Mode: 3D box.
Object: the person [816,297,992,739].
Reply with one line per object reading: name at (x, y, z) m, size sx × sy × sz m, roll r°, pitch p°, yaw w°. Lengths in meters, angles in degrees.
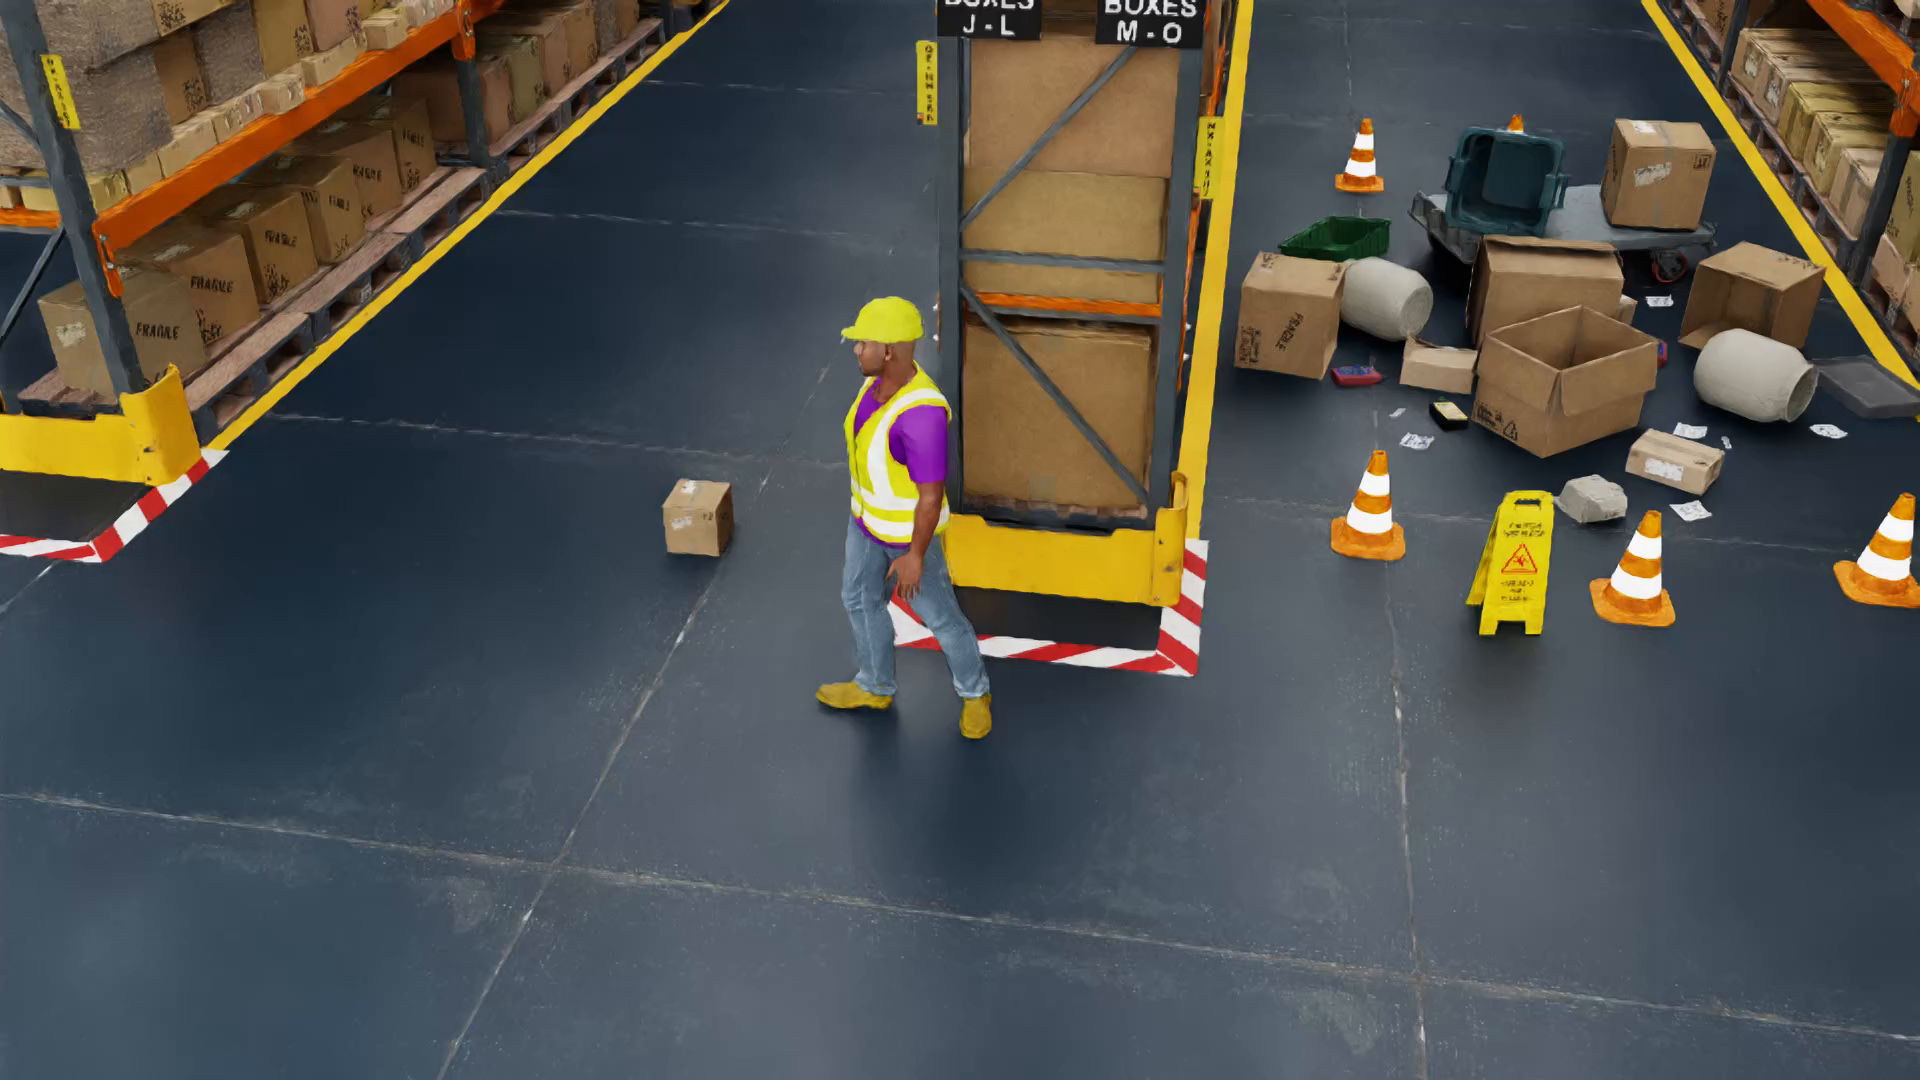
person at (-0.221, -0.072, 6.234) m, size 0.602 × 1.759 × 0.743 m, roll -17°, pitch 36°, yaw -24°
